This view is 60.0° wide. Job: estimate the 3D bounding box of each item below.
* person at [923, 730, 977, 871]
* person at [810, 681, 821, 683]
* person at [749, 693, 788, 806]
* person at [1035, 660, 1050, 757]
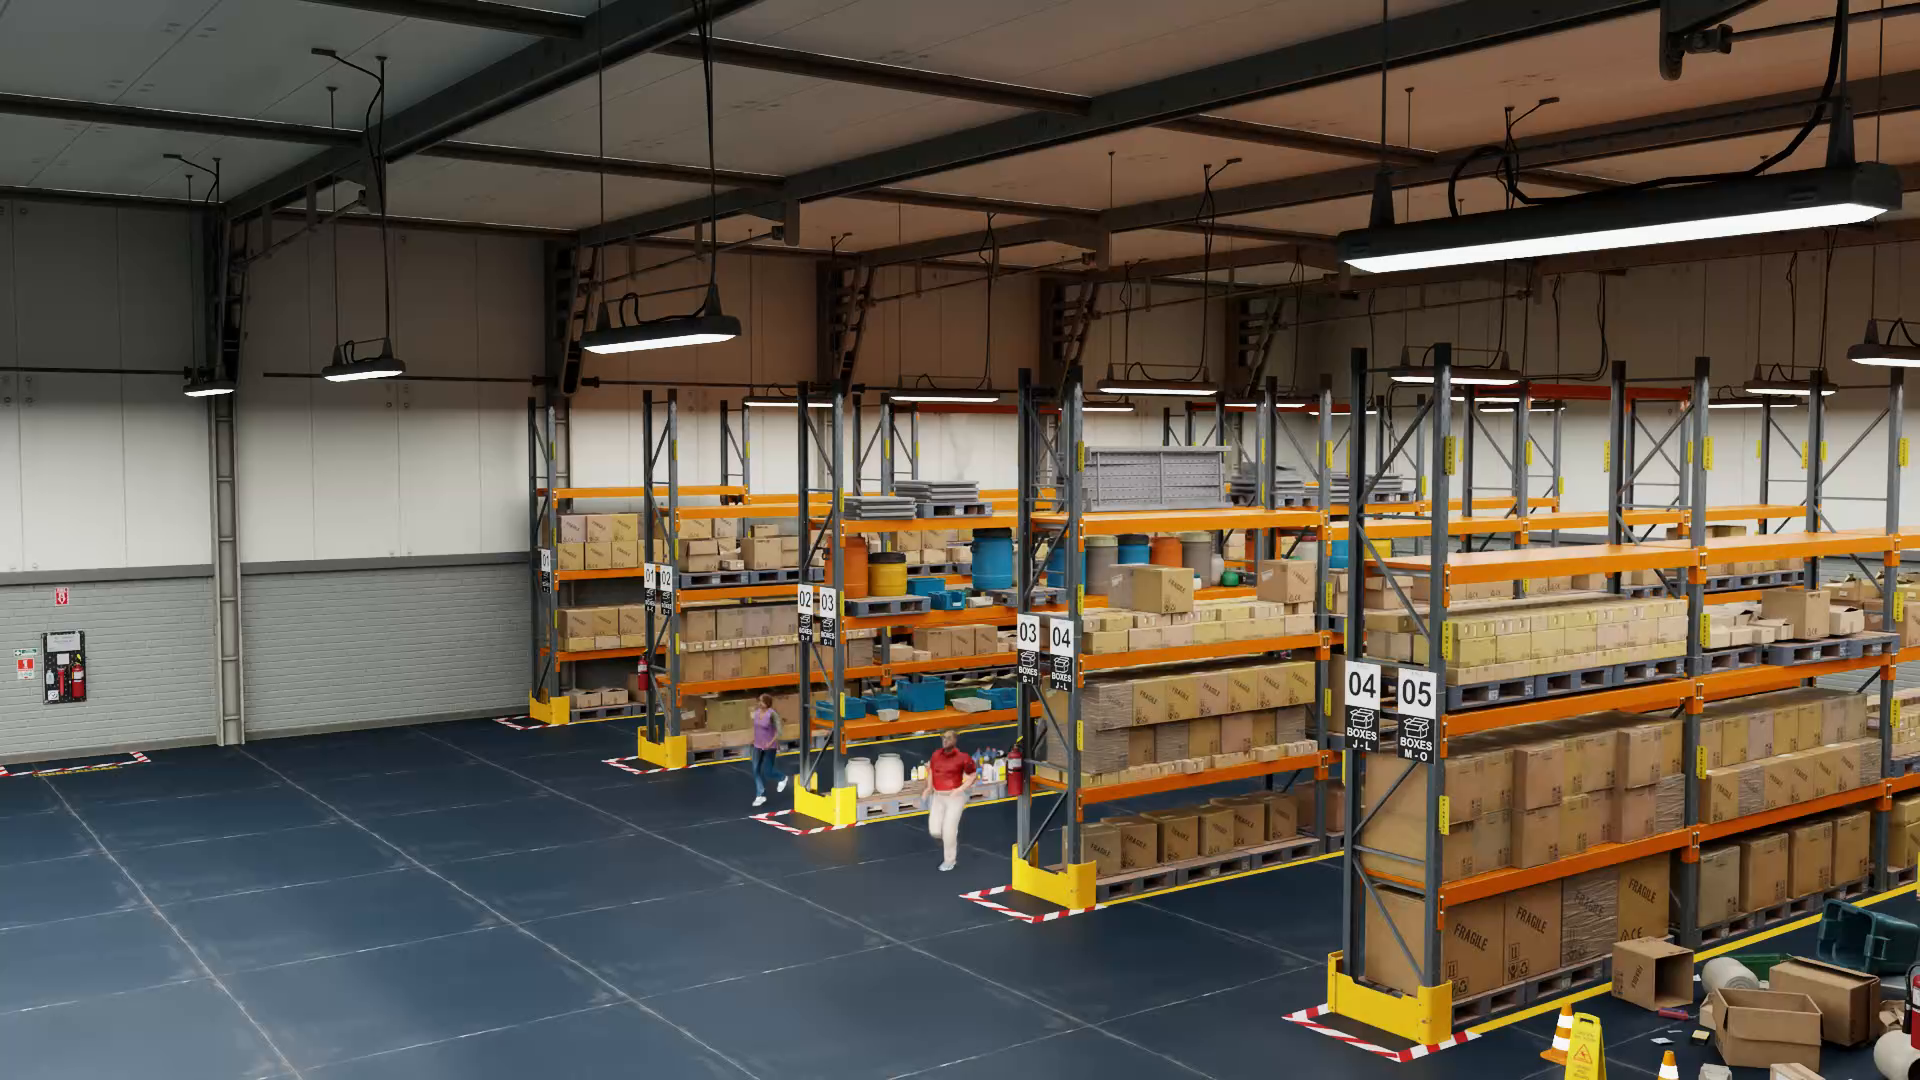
[{"bbox_3d":[-0.113,3.140,20.215,0.667,1.686,0.599,2,4,28],"label":"person"},{"bbox_3d":[-2.751,2.538,30.632,0.683,1.678,0.693,-3,4,-38],"label":"person"},{"bbox_3d":[-2.753,2.976,23.865,0.564,1.580,0.695,2,4,30],"label":"person"},{"bbox_3d":[1.576,2.721,27.341,1.094,1.702,0.584,-3,4,-38],"label":"person"}]
